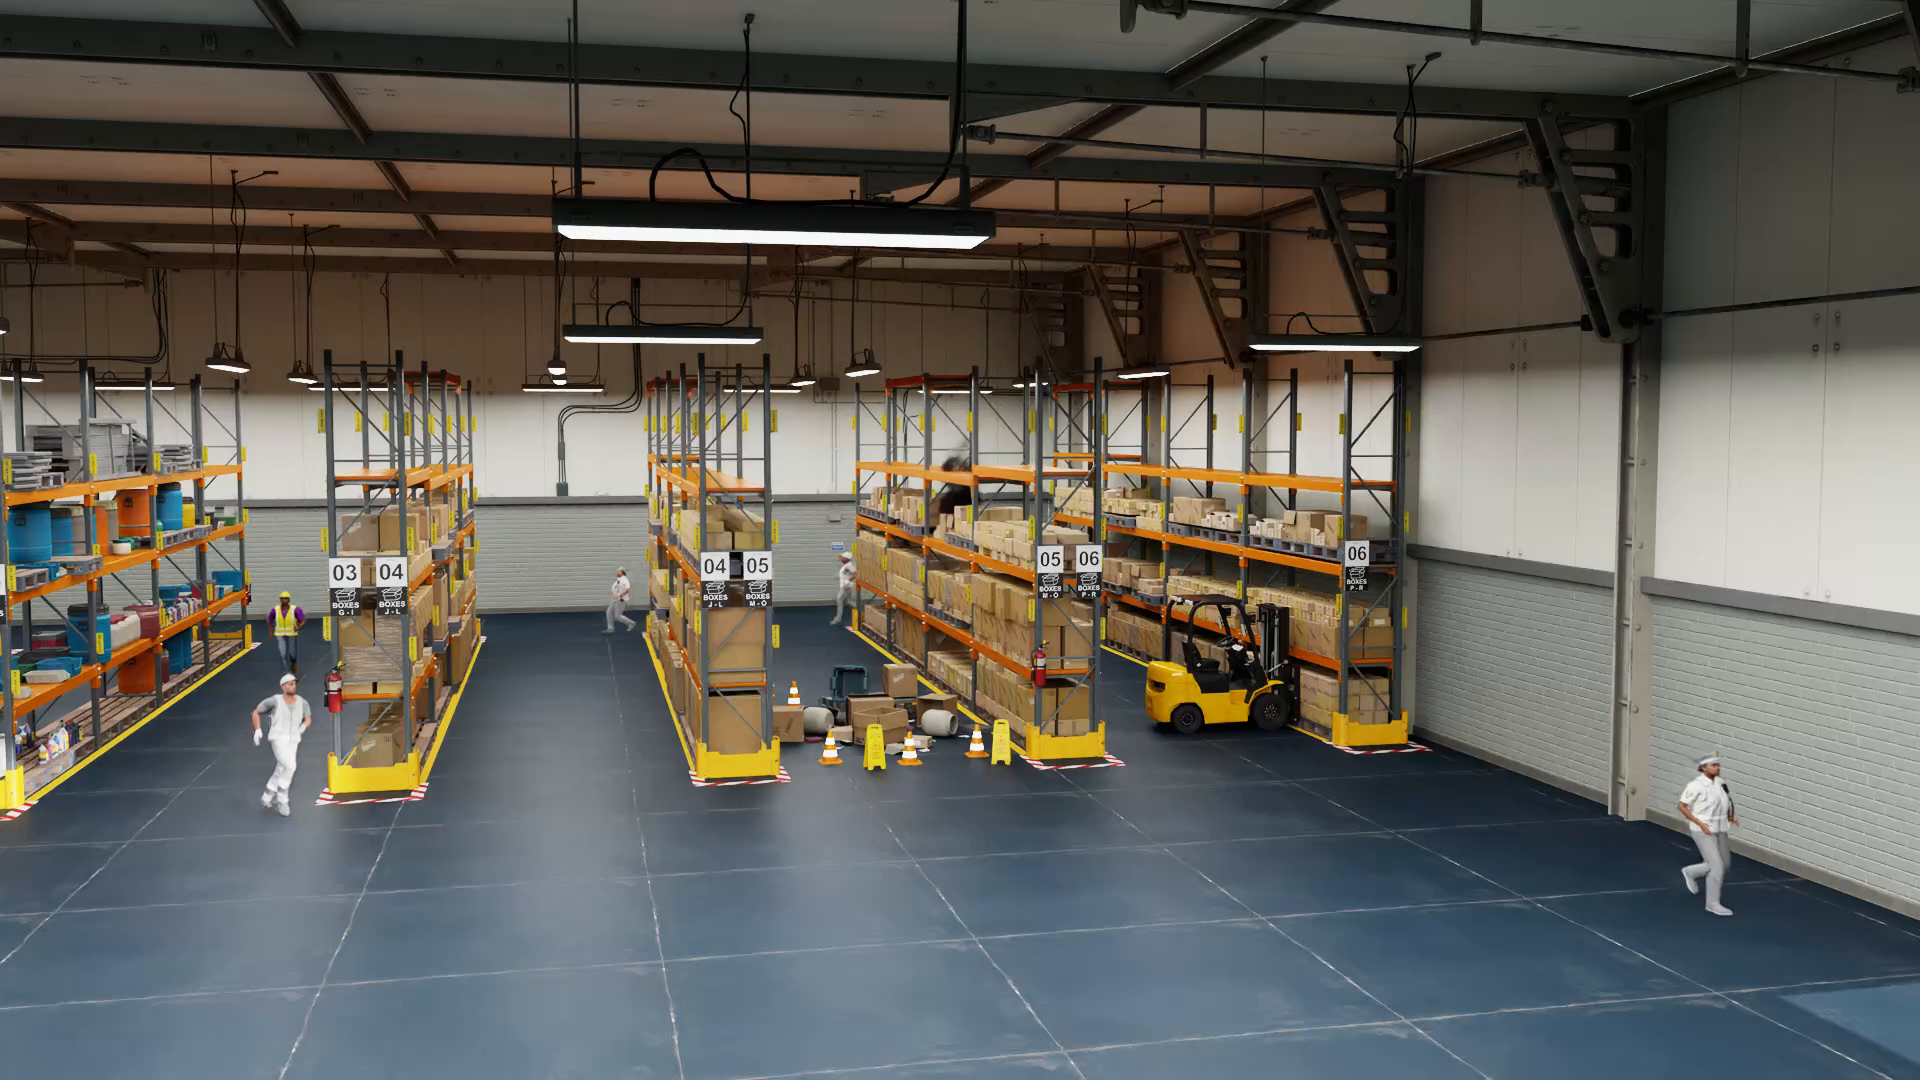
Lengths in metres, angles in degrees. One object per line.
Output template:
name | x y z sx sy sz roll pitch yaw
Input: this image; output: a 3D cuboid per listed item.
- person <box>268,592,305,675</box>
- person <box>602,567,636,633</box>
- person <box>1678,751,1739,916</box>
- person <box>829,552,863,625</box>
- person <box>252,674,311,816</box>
person | -13.213 1.871 32.620 0.696 1.726 0.671 -1 4 -16
person | -8.163 1.435 39.769 0.753 1.606 0.642 -2 4 -25
person | 7.683 2.980 17.134 0.581 1.655 0.701 -2 4 -24
person | -2.843 1.204 41.691 0.867 1.814 0.686 0 4 1
person | -8.701 2.616 21.472 0.697 1.753 0.687 3 5 37
